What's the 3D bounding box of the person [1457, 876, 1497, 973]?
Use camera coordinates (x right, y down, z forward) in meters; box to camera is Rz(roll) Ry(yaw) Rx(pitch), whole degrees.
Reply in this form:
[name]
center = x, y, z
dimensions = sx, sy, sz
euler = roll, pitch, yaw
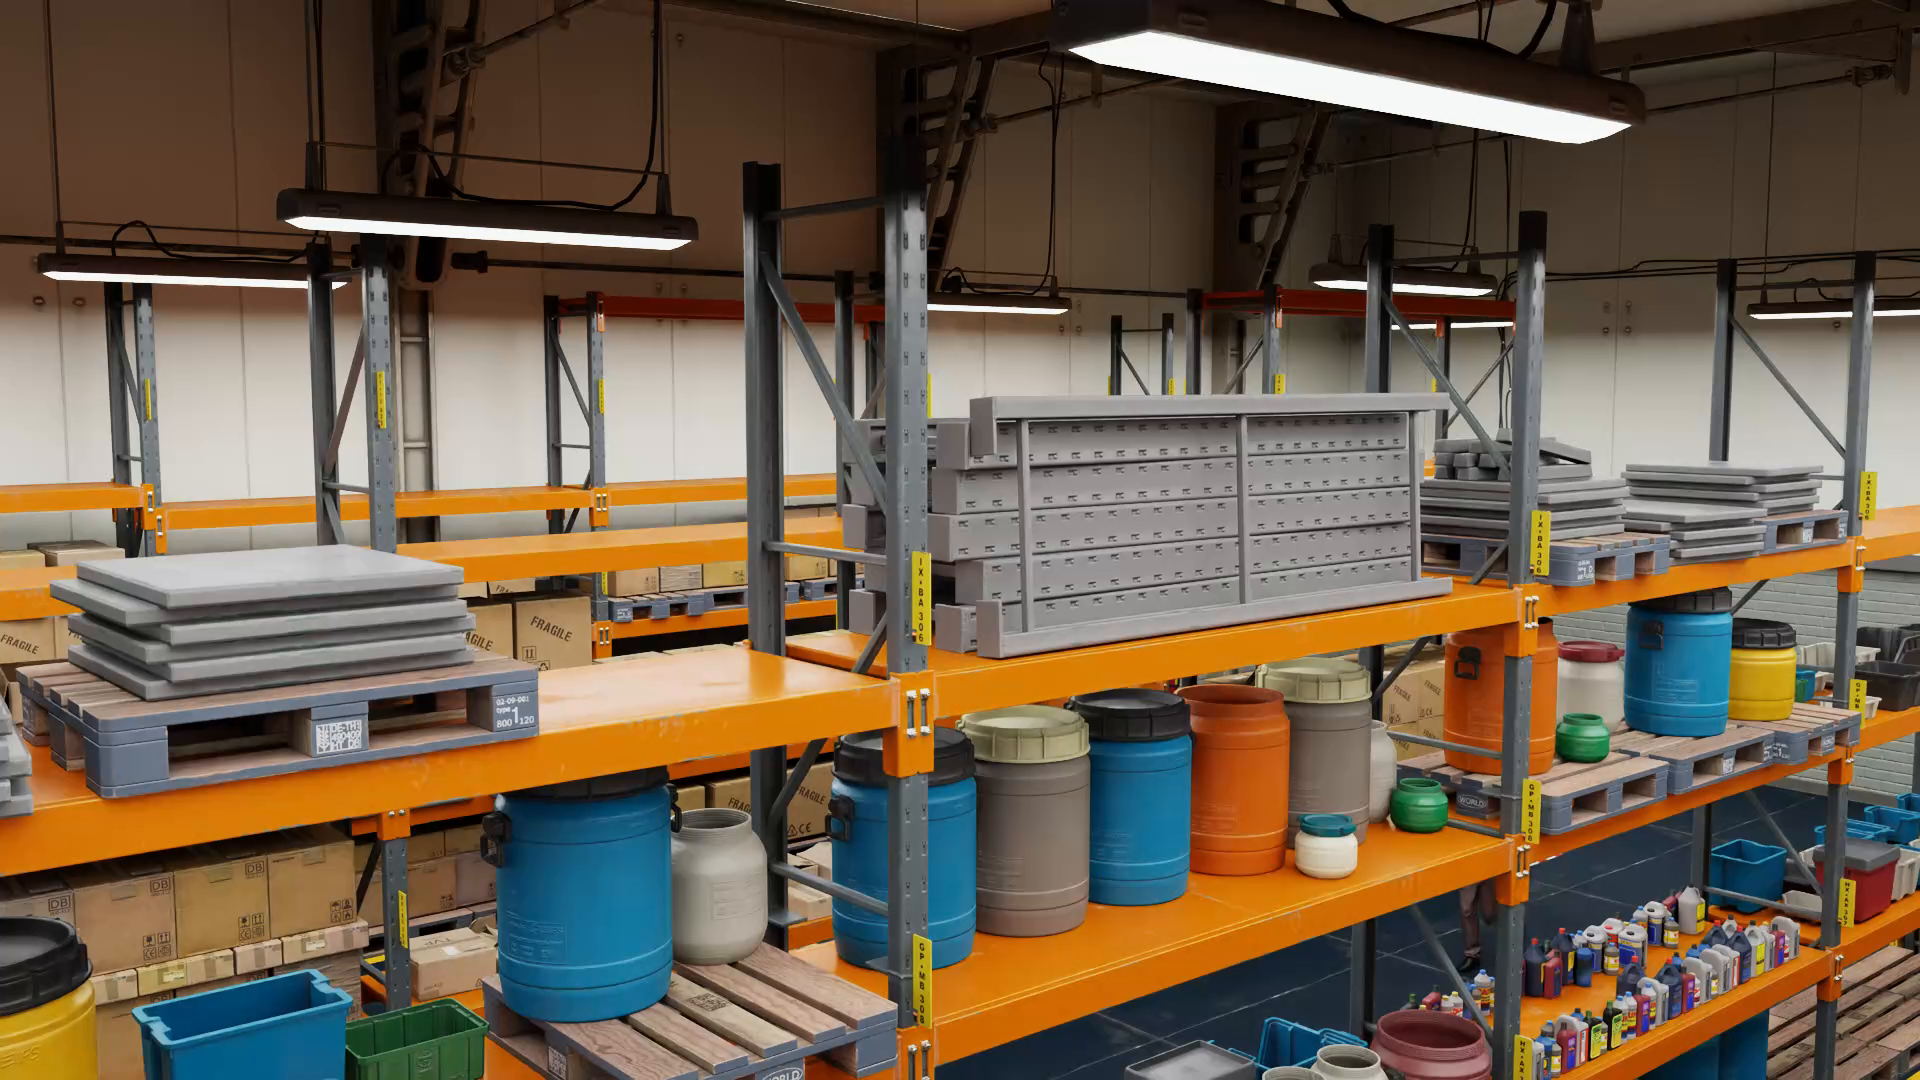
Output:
[person]
center = 4.648, 2.915, 14.742
dimensions = 0.818, 1.720, 0.668
euler = -5, 8, -44
